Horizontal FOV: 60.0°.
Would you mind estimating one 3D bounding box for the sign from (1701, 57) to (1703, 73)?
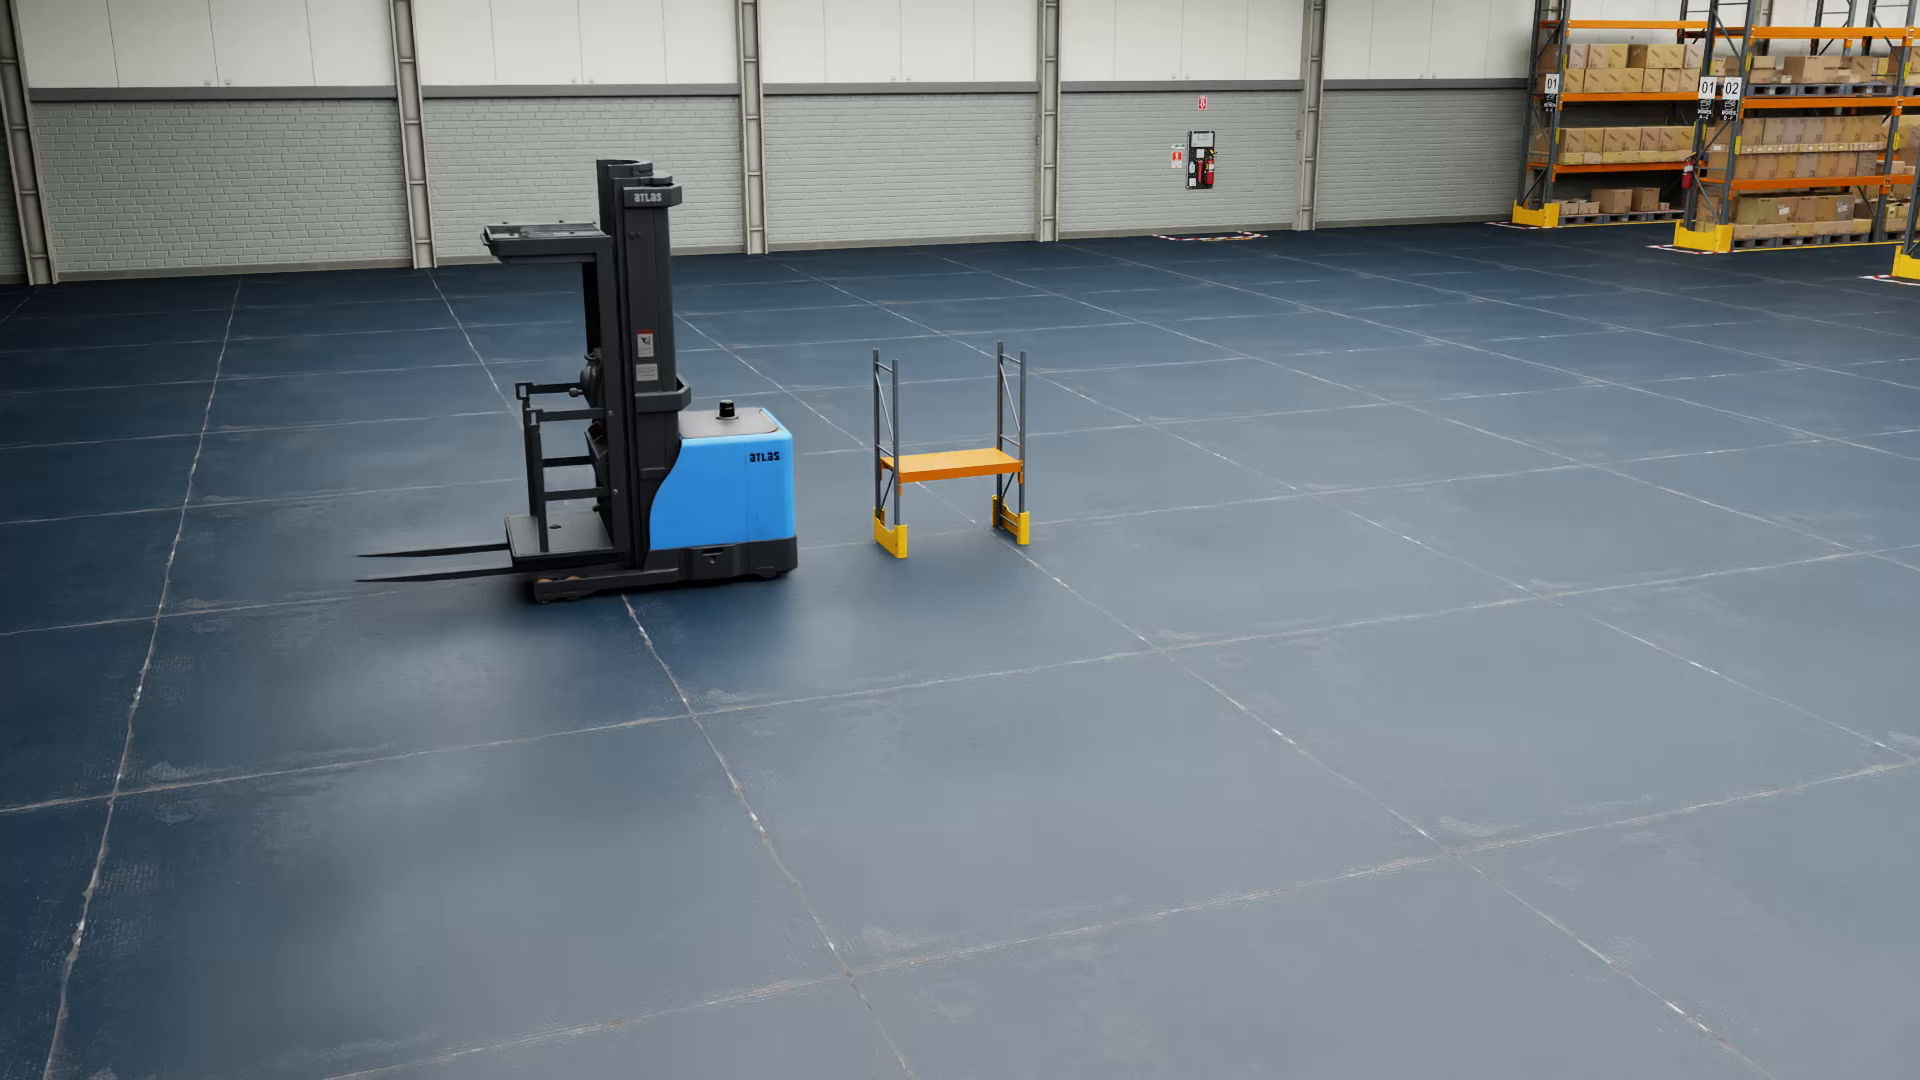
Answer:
[{"bbox_3d":[14.195,-9.059,31.740,0.005,0.325,0.100,-6,17,-20],"label":"sign"}]

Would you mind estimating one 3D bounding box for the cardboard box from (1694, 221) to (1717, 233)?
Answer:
[{"bbox_3d":[14.771,-6.103,32.562,0.500,0.250,0.500,-6,17,-20],"label":"cardboard box"}]

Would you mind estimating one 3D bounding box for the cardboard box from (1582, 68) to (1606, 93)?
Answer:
[{"bbox_3d":[13.516,-9.901,35.826,0.500,0.500,0.500,-5,17,-16],"label":"cardboard box"}]

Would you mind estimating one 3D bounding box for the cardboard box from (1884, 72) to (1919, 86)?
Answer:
[{"bbox_3d":[18.690,-9.120,32.901,0.500,0.250,0.500,-4,17,-14],"label":"cardboard box"}]

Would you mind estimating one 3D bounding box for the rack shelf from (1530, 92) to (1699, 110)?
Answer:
[{"bbox_3d":[14.467,-9.687,36.587,4.000,0.370,1.077,-6,17,-20],"label":"rack shelf"}]

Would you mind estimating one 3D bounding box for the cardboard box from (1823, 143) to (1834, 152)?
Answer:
[{"bbox_3d":[16.747,-7.640,32.333,0.250,0.149,0.380,-6,17,-18],"label":"cardboard box"}]

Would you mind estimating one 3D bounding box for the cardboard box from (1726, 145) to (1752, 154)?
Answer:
[{"bbox_3d":[14.819,-7.431,31.621,0.250,0.149,0.380,-6,18,-20],"label":"cardboard box"}]

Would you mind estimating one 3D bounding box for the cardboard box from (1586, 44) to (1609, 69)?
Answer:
[{"bbox_3d":[13.533,-10.380,35.683,0.500,0.500,0.500,-6,18,-21],"label":"cardboard box"}]

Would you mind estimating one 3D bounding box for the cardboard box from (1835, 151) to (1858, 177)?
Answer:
[{"bbox_3d":[17.209,-7.439,32.799,0.500,0.500,0.700,-6,18,-21],"label":"cardboard box"}]

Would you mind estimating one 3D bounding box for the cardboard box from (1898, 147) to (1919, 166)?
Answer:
[{"bbox_3d":[19.326,-7.666,33.574,0.500,0.500,0.500,-5,17,-16],"label":"cardboard box"}]

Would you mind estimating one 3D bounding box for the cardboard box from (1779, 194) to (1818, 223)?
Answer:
[{"bbox_3d":[16.358,-6.477,32.505,0.500,0.500,0.500,-6,17,-20],"label":"cardboard box"}]

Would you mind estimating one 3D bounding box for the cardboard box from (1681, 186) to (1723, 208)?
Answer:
[{"bbox_3d":[17.016,-7.885,38.153,0.500,0.500,0.700,-6,17,-18],"label":"cardboard box"}]

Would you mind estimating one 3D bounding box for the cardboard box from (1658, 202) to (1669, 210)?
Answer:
[{"bbox_3d":[15.846,-7.585,37.722,0.250,0.166,0.380,-9,18,-27],"label":"cardboard box"}]

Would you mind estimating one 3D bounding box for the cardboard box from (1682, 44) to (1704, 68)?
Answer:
[{"bbox_3d":[15.964,-10.650,36.600,0.500,0.500,0.500,-8,18,-25],"label":"cardboard box"}]

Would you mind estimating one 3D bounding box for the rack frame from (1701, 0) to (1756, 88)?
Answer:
[{"bbox_3d":[14.376,-9.967,30.940,0.127,3.000,1.000,-6,17,-20],"label":"rack frame"}]

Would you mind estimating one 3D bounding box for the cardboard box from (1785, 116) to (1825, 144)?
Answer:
[{"bbox_3d":[16.293,-7.964,32.287,0.500,0.500,0.700,-6,17,-20],"label":"cardboard box"}]

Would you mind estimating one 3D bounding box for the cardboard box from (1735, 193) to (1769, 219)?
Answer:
[{"bbox_3d":[15.699,-6.568,32.815,0.500,0.500,0.500,-6,17,-20],"label":"cardboard box"}]

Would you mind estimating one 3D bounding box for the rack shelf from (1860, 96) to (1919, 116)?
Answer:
[{"bbox_3d":[19.979,-8.788,33.524,4.000,0.370,1.077,-6,17,-20],"label":"rack shelf"}]

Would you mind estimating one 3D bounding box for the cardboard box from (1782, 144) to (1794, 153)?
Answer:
[{"bbox_3d":[15.783,-7.535,31.977,0.250,0.149,0.380,-7,18,-22],"label":"cardboard box"}]

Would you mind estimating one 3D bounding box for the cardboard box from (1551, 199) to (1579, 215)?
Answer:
[{"bbox_3d":[13.278,-7.359,36.696,0.500,0.311,0.500,-8,18,-26],"label":"cardboard box"}]

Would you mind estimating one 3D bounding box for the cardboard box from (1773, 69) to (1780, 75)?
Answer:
[{"bbox_3d":[15.357,-8.910,31.936,0.500,0.250,0.500,-6,17,-20],"label":"cardboard box"}]

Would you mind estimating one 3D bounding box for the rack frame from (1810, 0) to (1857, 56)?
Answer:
[{"bbox_3d":[20.070,-12.077,38.123,0.127,3.000,1.000,-6,17,-20],"label":"rack frame"}]

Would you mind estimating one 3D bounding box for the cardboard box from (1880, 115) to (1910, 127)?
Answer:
[{"bbox_3d":[22.028,-9.895,39.270,0.500,0.250,0.500,-7,18,-21],"label":"cardboard box"}]

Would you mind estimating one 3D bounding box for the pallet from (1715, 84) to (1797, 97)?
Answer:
[{"bbox_3d":[15.045,-8.550,31.594,1.213,0.211,1.003,-6,17,-20],"label":"pallet"}]

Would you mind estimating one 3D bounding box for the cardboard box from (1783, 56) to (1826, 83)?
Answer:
[{"bbox_3d":[16.024,-8.940,31.595,0.500,0.500,0.500,-6,17,-20],"label":"cardboard box"}]

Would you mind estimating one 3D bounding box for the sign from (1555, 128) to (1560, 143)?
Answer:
[{"bbox_3d":[12.794,-8.664,35.614,0.005,0.325,0.100,-6,17,-20],"label":"sign"}]

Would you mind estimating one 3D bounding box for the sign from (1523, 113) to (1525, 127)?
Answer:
[{"bbox_3d":[12.420,-9.247,36.519,0.005,0.325,0.100,-6,17,-20],"label":"sign"}]

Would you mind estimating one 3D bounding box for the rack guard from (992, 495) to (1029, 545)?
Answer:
[{"bbox_3d":[0.394,-0.162,13.079,0.087,0.250,0.587,-6,17,-20],"label":"rack guard"}]

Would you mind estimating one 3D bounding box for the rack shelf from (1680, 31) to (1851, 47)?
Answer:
[{"bbox_3d":[18.202,-11.338,37.594,4.000,0.370,1.077,-6,17,-20],"label":"rack shelf"}]

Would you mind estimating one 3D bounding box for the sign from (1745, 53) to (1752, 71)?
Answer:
[{"bbox_3d":[14.569,-8.839,30.729,0.005,0.325,0.100,-6,17,-20],"label":"sign"}]

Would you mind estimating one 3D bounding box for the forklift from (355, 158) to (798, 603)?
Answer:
[{"bbox_3d":[-2.752,-1.137,11.639,3.031,2.935,1.130,-5,17,-17],"label":"forklift"}]

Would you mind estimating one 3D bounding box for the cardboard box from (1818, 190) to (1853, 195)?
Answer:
[{"bbox_3d":[17.566,-6.770,33.502,0.500,0.500,0.500,-6,17,-20],"label":"cardboard box"}]

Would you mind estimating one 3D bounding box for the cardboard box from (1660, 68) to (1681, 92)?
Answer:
[{"bbox_3d":[15.475,-10.128,36.599,0.500,0.500,0.500,-8,18,-25],"label":"cardboard box"}]

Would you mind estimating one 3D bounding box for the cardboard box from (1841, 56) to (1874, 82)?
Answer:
[{"bbox_3d":[17.546,-9.266,32.706,0.500,0.500,0.500,-5,17,-16],"label":"cardboard box"}]

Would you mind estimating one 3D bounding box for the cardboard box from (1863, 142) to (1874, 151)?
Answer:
[{"bbox_3d":[17.702,-7.743,32.685,0.250,0.149,0.380,-7,18,-21],"label":"cardboard box"}]

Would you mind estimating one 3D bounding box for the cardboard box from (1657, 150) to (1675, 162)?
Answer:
[{"bbox_3d":[15.533,-8.557,37.016,0.500,0.250,0.500,-6,17,-20],"label":"cardboard box"}]

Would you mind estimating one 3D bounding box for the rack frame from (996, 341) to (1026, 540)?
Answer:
[{"bbox_3d":[0.395,-0.762,12.903,0.032,1.500,0.500,-6,17,-20],"label":"rack frame"}]

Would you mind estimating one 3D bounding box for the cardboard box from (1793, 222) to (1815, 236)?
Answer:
[{"bbox_3d":[16.357,-6.117,32.612,0.500,0.250,0.500,-6,17,-20],"label":"cardboard box"}]

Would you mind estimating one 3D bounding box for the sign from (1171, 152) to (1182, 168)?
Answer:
[{"bbox_3d":[4.467,-7.834,34.261,0.234,0.329,0.001,-6,17,-20],"label":"sign"}]

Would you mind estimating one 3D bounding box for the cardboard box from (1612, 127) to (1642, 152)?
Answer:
[{"bbox_3d":[14.581,-8.811,36.550,0.500,0.500,0.500,-6,17,-18],"label":"cardboard box"}]

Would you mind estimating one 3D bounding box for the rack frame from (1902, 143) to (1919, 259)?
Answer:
[{"bbox_3d":[16.145,-5.785,27.346,0.127,3.000,1.000,-6,17,-20],"label":"rack frame"}]

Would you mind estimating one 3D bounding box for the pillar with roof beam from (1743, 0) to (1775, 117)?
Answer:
[{"bbox_3d":[20.087,-11.041,34.595,0.400,9.000,9.100,-6,17,-20],"label":"pillar with roof beam"}]

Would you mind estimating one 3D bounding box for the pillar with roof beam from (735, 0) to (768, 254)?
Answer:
[{"bbox_3d":[-2.324,-8.621,26.355,0.400,9.000,9.100,-6,17,-20],"label":"pillar with roof beam"}]

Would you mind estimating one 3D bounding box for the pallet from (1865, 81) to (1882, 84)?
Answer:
[{"bbox_3d":[20.652,-10.626,38.841,1.003,0.211,1.213,-5,17,-18],"label":"pallet"}]

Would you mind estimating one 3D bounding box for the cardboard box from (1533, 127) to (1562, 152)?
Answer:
[{"bbox_3d":[12.964,-8.793,36.487,0.500,0.500,0.500,-6,18,-21],"label":"cardboard box"}]

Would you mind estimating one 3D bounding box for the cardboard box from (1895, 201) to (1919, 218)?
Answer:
[{"bbox_3d":[19.055,-6.668,33.493,0.500,0.311,0.500,-6,18,-21],"label":"cardboard box"}]

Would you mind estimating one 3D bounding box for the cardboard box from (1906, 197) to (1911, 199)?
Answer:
[{"bbox_3d":[19.808,-6.913,34.326,0.500,0.311,0.500,-6,18,-21],"label":"cardboard box"}]

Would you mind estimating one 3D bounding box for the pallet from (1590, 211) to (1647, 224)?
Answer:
[{"bbox_3d":[14.579,-7.256,37.304,1.213,0.211,1.003,-6,17,-20],"label":"pallet"}]

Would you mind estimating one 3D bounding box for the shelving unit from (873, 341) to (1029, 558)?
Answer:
[{"bbox_3d":[-0.071,-0.712,12.732,1.083,1.500,0.587,-6,17,-20],"label":"shelving unit"}]

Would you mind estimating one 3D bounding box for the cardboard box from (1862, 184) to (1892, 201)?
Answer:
[{"bbox_3d":[21.624,-8.495,39.642,0.750,0.750,0.750,-6,17,-20],"label":"cardboard box"}]

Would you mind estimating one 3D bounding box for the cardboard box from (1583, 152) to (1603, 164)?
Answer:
[{"bbox_3d":[13.649,-8.351,36.315,0.500,0.250,0.500,-7,18,-22],"label":"cardboard box"}]

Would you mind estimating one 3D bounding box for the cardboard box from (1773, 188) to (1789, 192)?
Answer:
[{"bbox_3d":[18.894,-8.102,38.892,0.500,0.500,0.700,-6,17,-20],"label":"cardboard box"}]

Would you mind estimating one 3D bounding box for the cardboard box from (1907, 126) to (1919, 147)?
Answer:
[{"bbox_3d":[22.519,-9.587,39.550,0.500,0.500,0.500,-6,17,-20],"label":"cardboard box"}]

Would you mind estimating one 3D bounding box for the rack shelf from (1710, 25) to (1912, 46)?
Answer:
[{"bbox_3d":[16.243,-9.632,31.784,4.000,0.370,1.077,-6,17,-20],"label":"rack shelf"}]

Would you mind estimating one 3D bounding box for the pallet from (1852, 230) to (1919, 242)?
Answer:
[{"bbox_3d":[18.785,-6.239,33.839,1.213,0.211,1.003,-6,17,-20],"label":"pallet"}]

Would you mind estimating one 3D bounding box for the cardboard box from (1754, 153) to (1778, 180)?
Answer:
[{"bbox_3d":[15.305,-7.235,32.104,0.500,0.500,0.700,-6,17,-19],"label":"cardboard box"}]
